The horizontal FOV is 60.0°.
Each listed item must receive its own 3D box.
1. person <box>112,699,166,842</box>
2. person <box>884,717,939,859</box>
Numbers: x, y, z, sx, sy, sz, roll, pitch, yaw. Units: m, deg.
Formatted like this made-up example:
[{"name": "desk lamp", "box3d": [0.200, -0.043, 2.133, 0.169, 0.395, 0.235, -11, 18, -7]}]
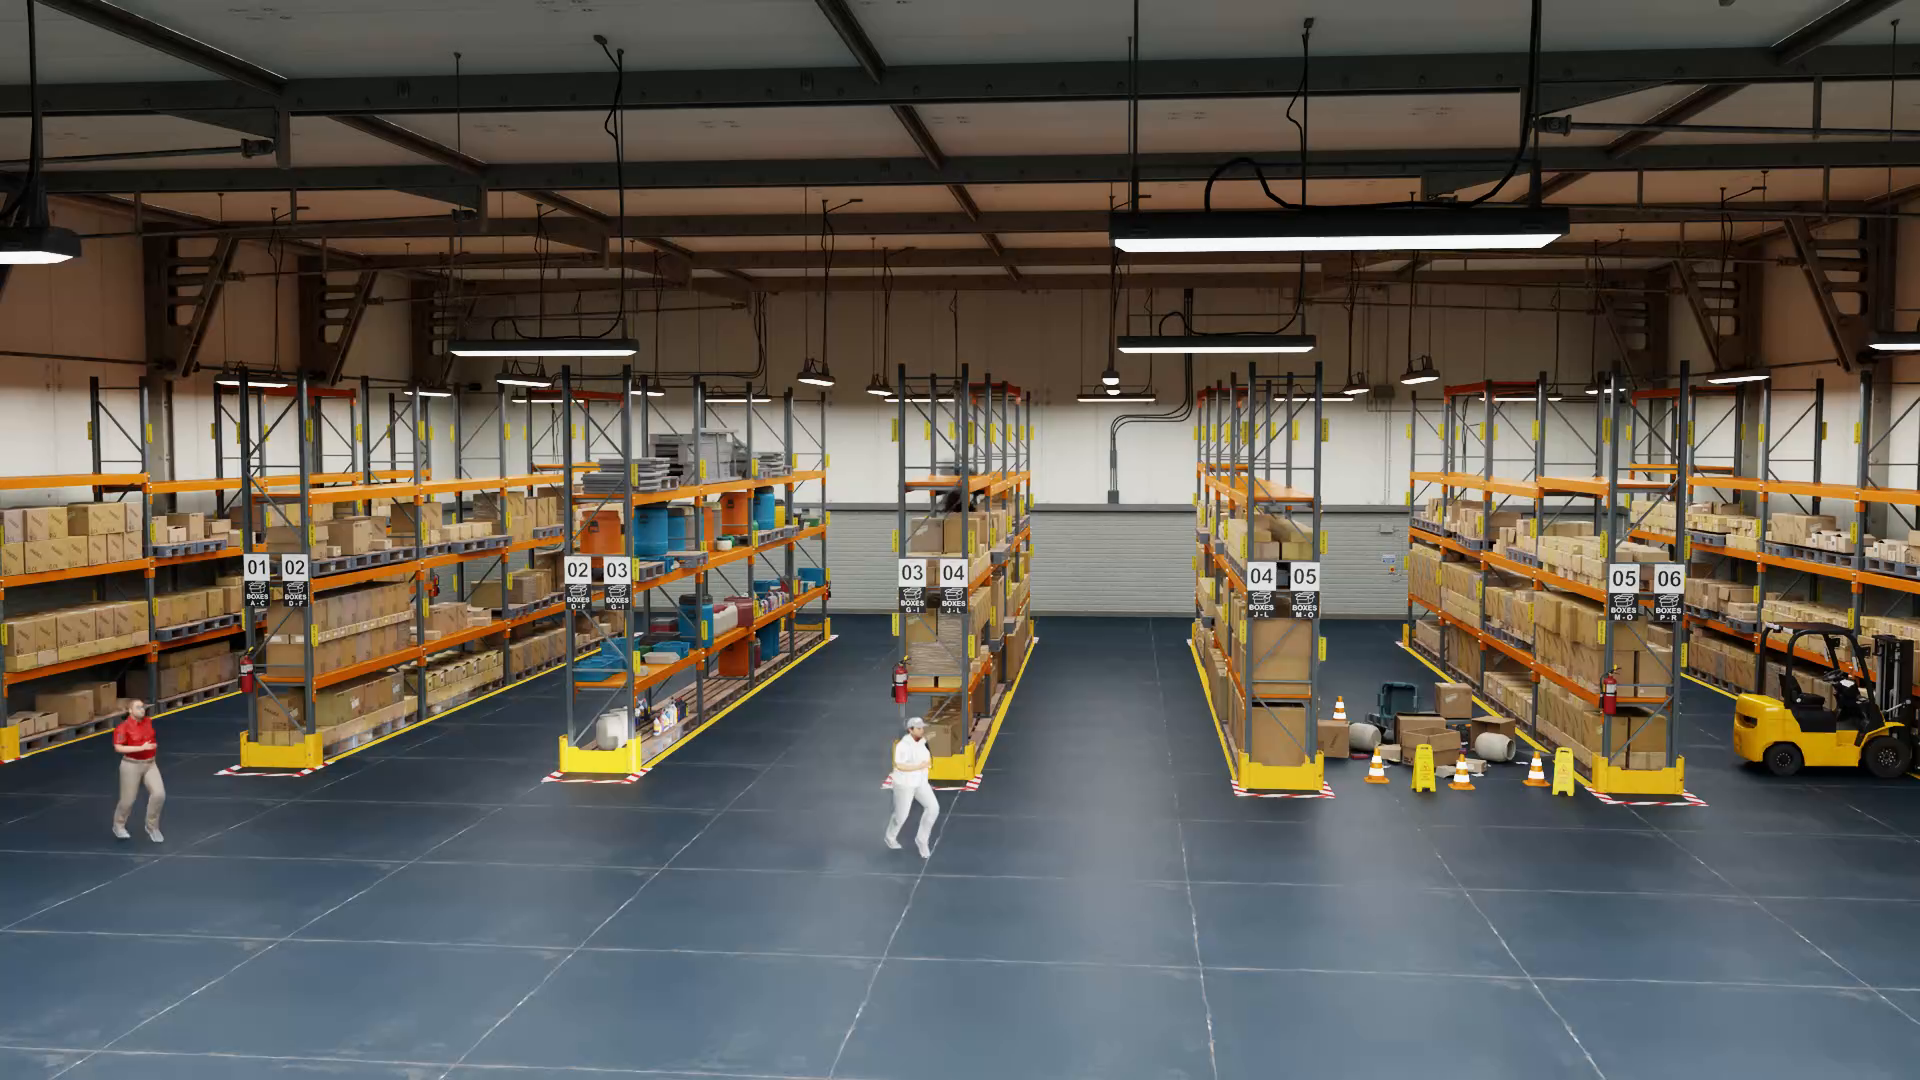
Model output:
[{"name": "person", "box3d": [-10.070, 2.846, 20.363, 0.792, 1.813, 0.663, 2, 4, 27]}, {"name": "person", "box3d": [-0.593, 2.919, 19.702, 0.816, 1.690, 0.627, 3, 5, 42]}]
